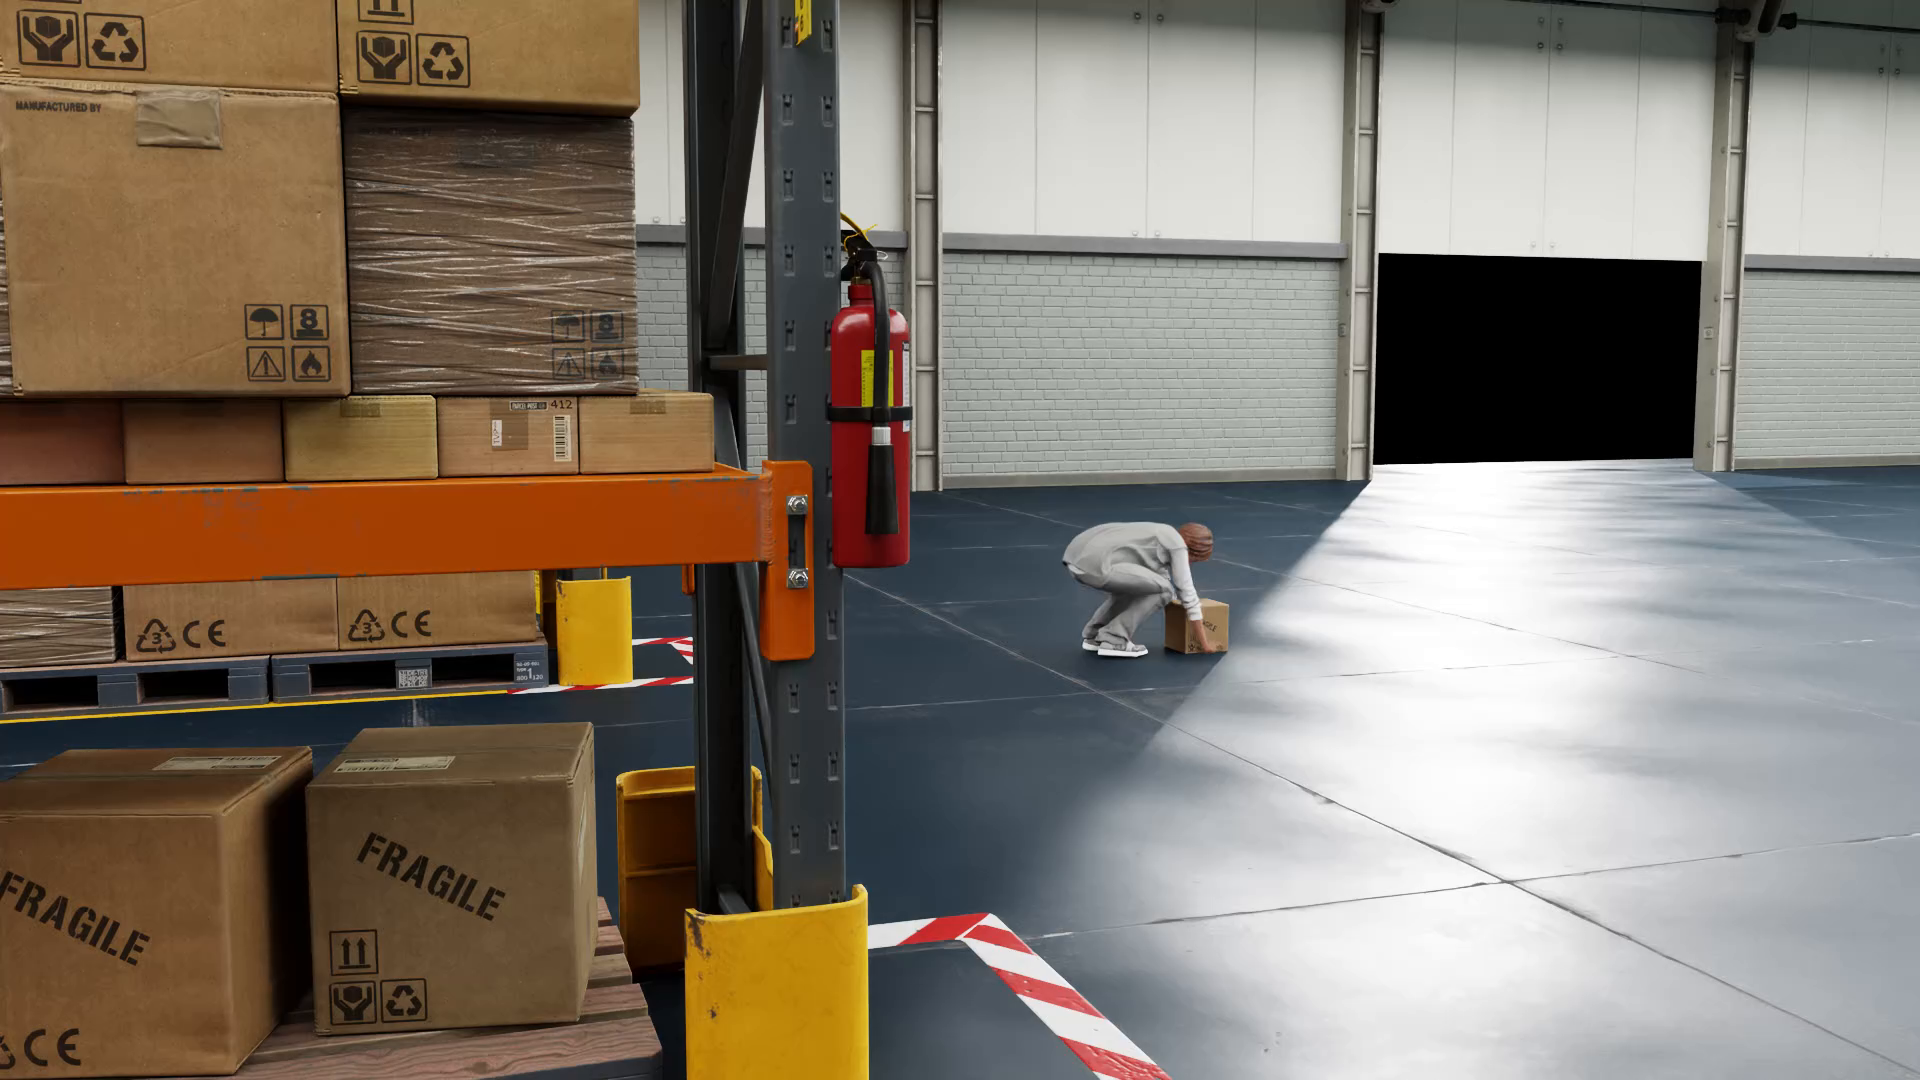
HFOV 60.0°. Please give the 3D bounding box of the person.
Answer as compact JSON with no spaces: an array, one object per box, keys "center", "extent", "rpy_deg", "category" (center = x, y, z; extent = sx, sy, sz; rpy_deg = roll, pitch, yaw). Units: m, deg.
[{"center":[0.950,0.264,8.738],"extent":[0.869,0.714,0.420],"rpy_deg":[-2,6,-20],"category":"person"}]
